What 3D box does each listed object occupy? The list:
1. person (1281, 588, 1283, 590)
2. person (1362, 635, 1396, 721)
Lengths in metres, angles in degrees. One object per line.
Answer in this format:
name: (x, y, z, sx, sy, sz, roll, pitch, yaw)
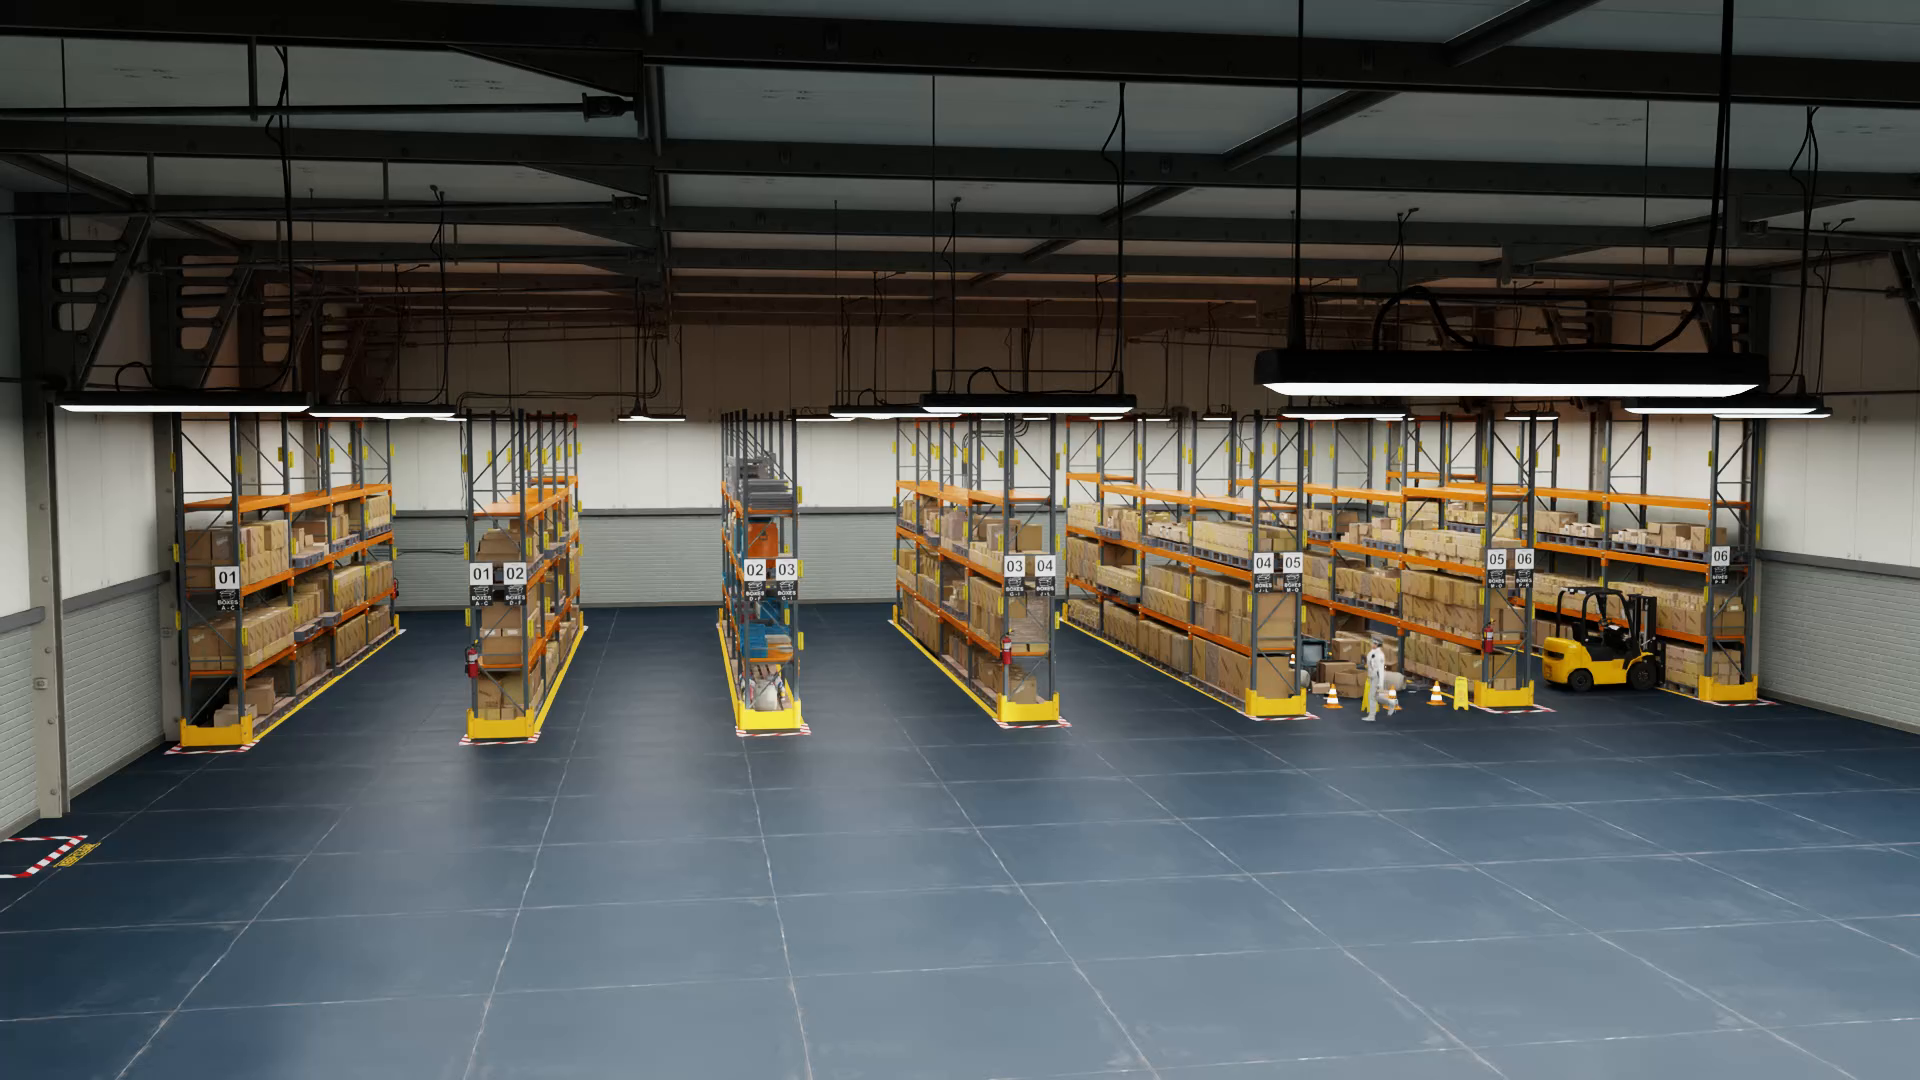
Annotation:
person: (8.127, 2.009, 41.736, 0.420, 1.579, 0.533, -2, 5, -29)
person: (8.092, 2.647, 32.051, 0.776, 1.654, 0.506, -1, 4, -13)
